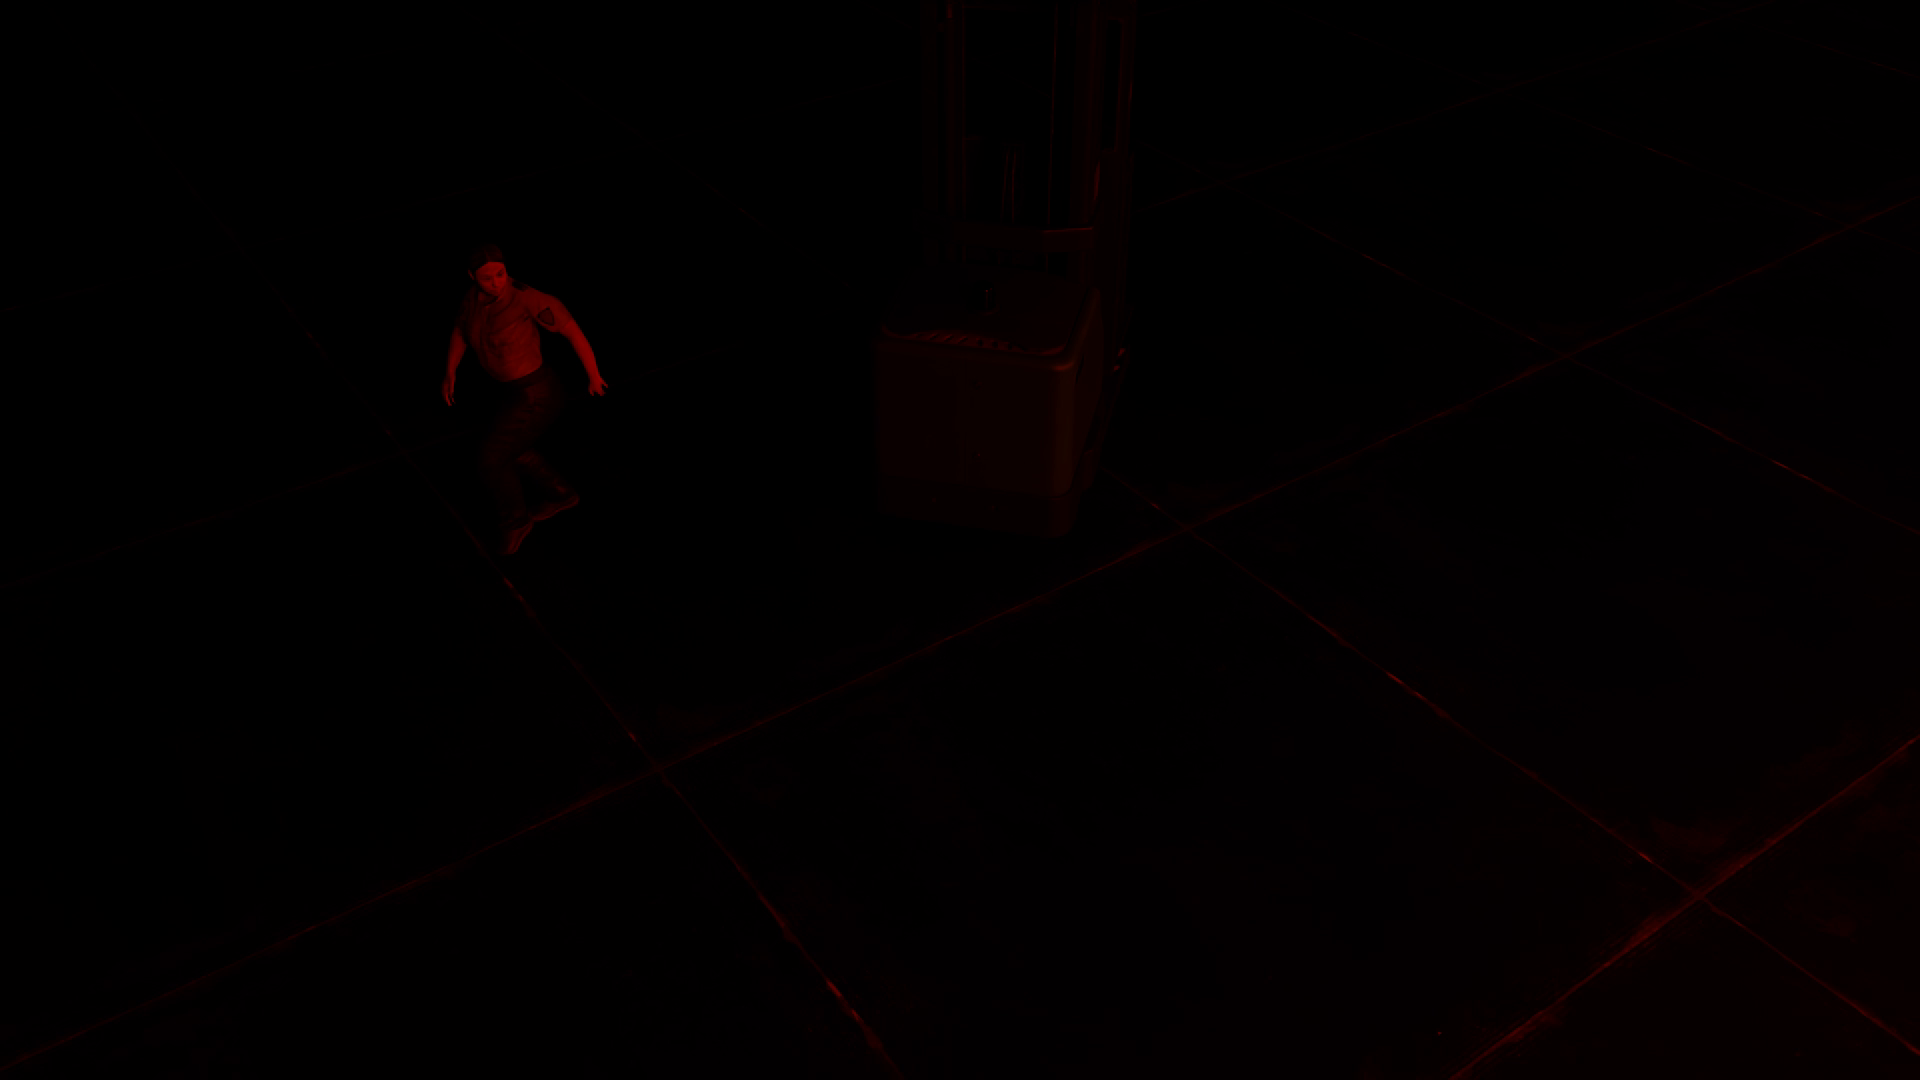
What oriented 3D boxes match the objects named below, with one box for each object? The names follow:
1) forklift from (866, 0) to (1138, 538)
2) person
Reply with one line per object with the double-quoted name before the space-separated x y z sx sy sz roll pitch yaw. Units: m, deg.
"forklift" 0.372 -2.065 8.737 1.130 2.935 3.031 8 37 11
"person" -2.140 -0.702 8.083 0.736 1.651 0.569 -22 42 -26
